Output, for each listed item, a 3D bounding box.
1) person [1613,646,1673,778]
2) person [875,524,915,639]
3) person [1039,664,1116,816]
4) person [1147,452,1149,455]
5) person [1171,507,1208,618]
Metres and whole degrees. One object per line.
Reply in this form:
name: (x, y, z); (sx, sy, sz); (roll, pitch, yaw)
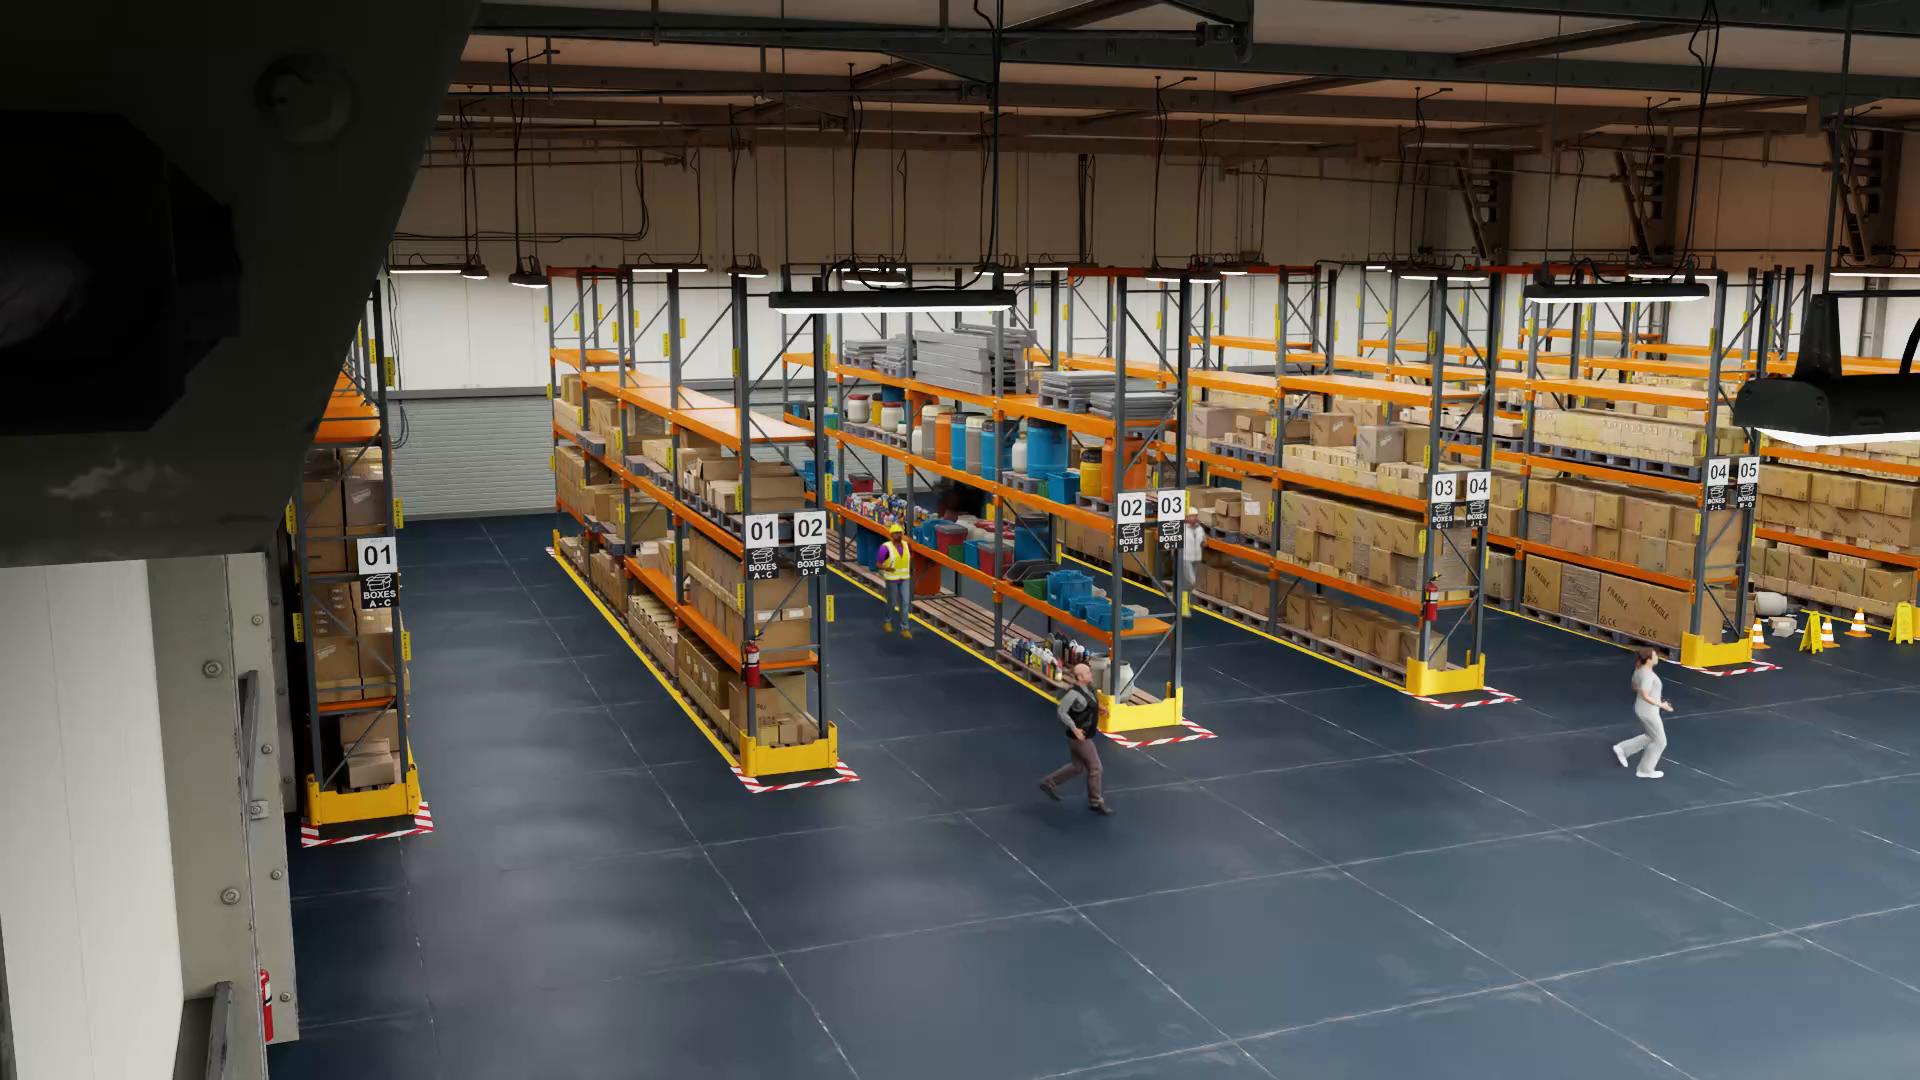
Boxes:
person: (8.249, 2.075, 20.072); (0.594, 1.616, 0.562); (2, 10, 10)
person: (-0.983, 0.635, 26.186); (0.700, 1.781, 0.879); (-5, 11, -25)
person: (1.343, 2.239, 18.867); (0.890, 1.736, 0.648); (2, 10, 11)
person: (4.274, -1.292, 39.361); (0.867, 1.626, 0.663); (-1, 10, -5)
person: (3.862, 0.369, 27.870); (0.638, 1.853, 0.671); (-6, 11, -30)
